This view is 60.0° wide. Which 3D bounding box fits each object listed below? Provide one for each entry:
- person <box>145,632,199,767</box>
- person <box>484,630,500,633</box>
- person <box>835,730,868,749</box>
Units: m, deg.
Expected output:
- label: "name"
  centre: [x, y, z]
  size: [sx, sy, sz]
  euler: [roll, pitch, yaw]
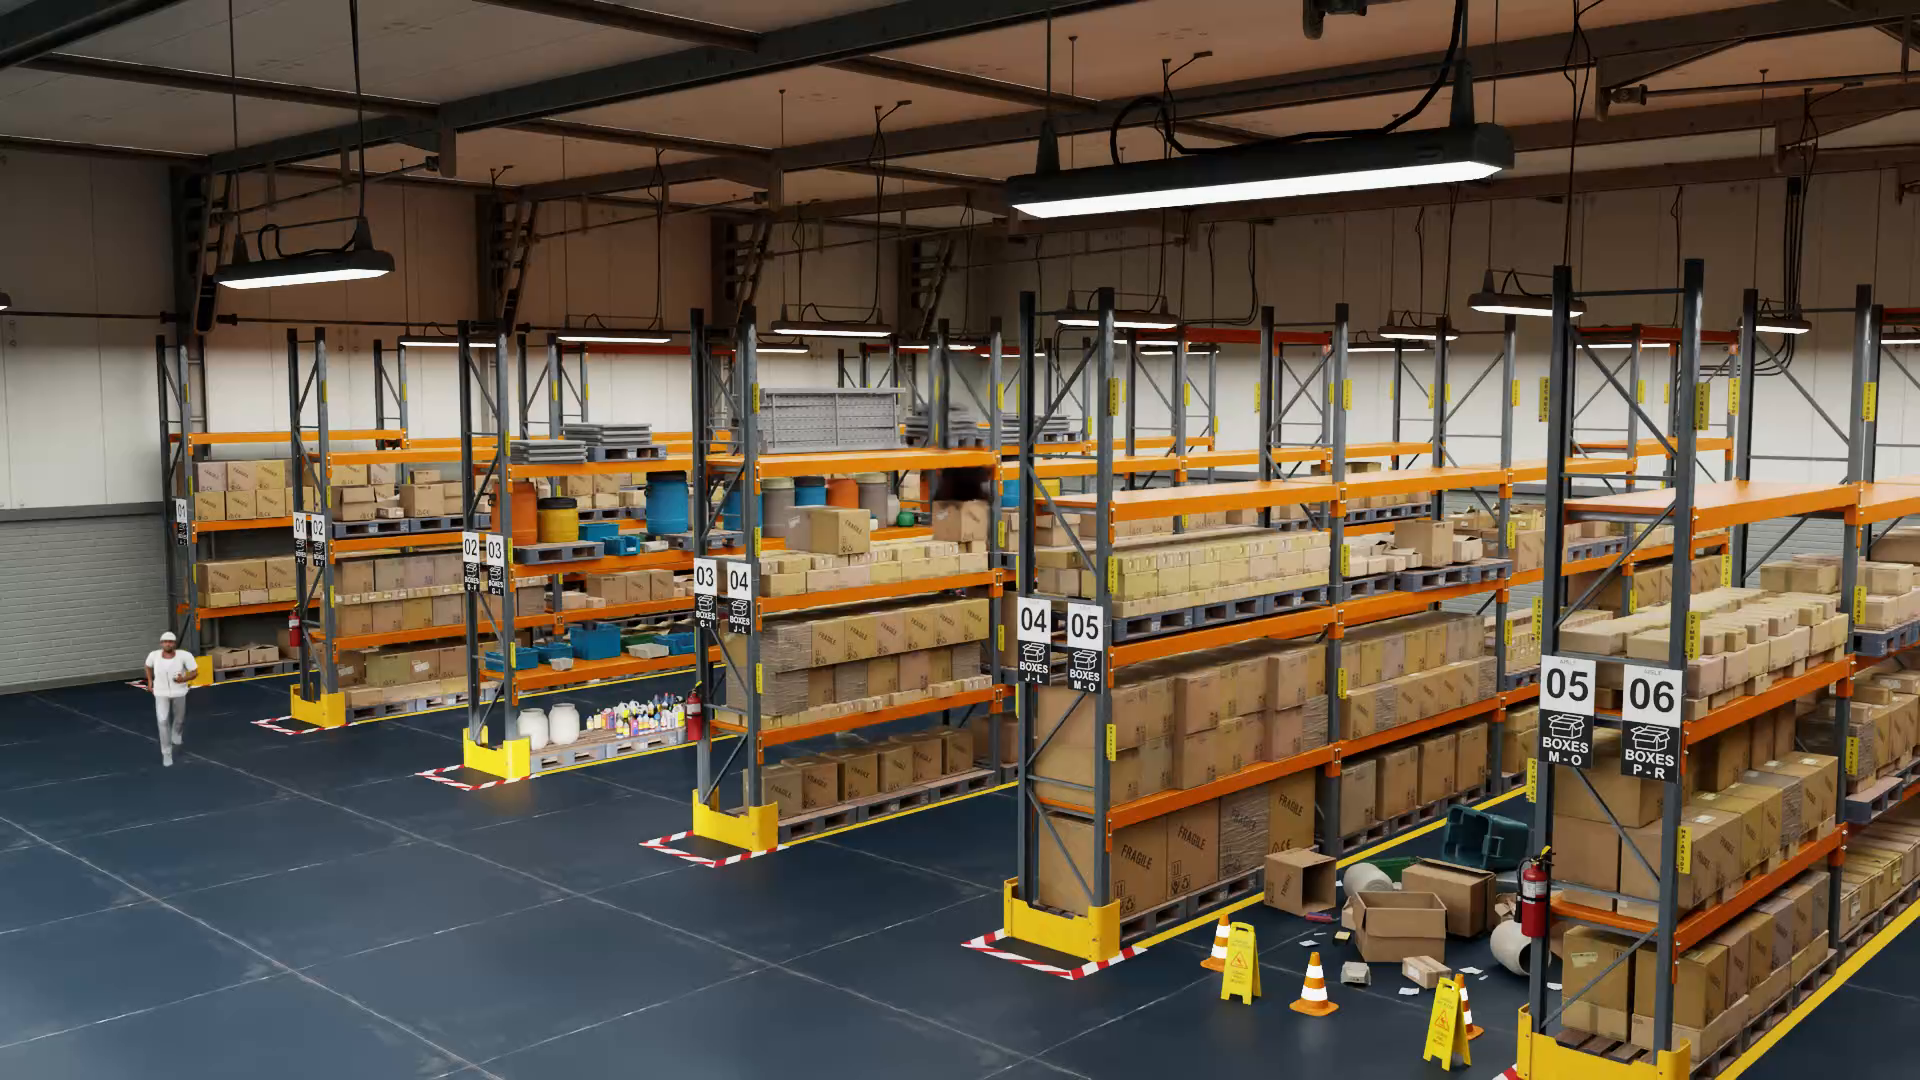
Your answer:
- label: "person"
  centre: [-10.852, 2.153, 22.934]
  size: [0.663, 1.816, 1.067]
  euler: [-3, 6, -25]
- label: "person"
  centre: [-8.267, 1.596, 29.591]
  size: [0.635, 1.666, 0.763]
  euler: [4, 7, 38]
- label: "person"
  centre: [-1.531, 2.259, 22.276]
  size: [0.612, 1.658, 0.516]
  euler: [5, 7, 44]
